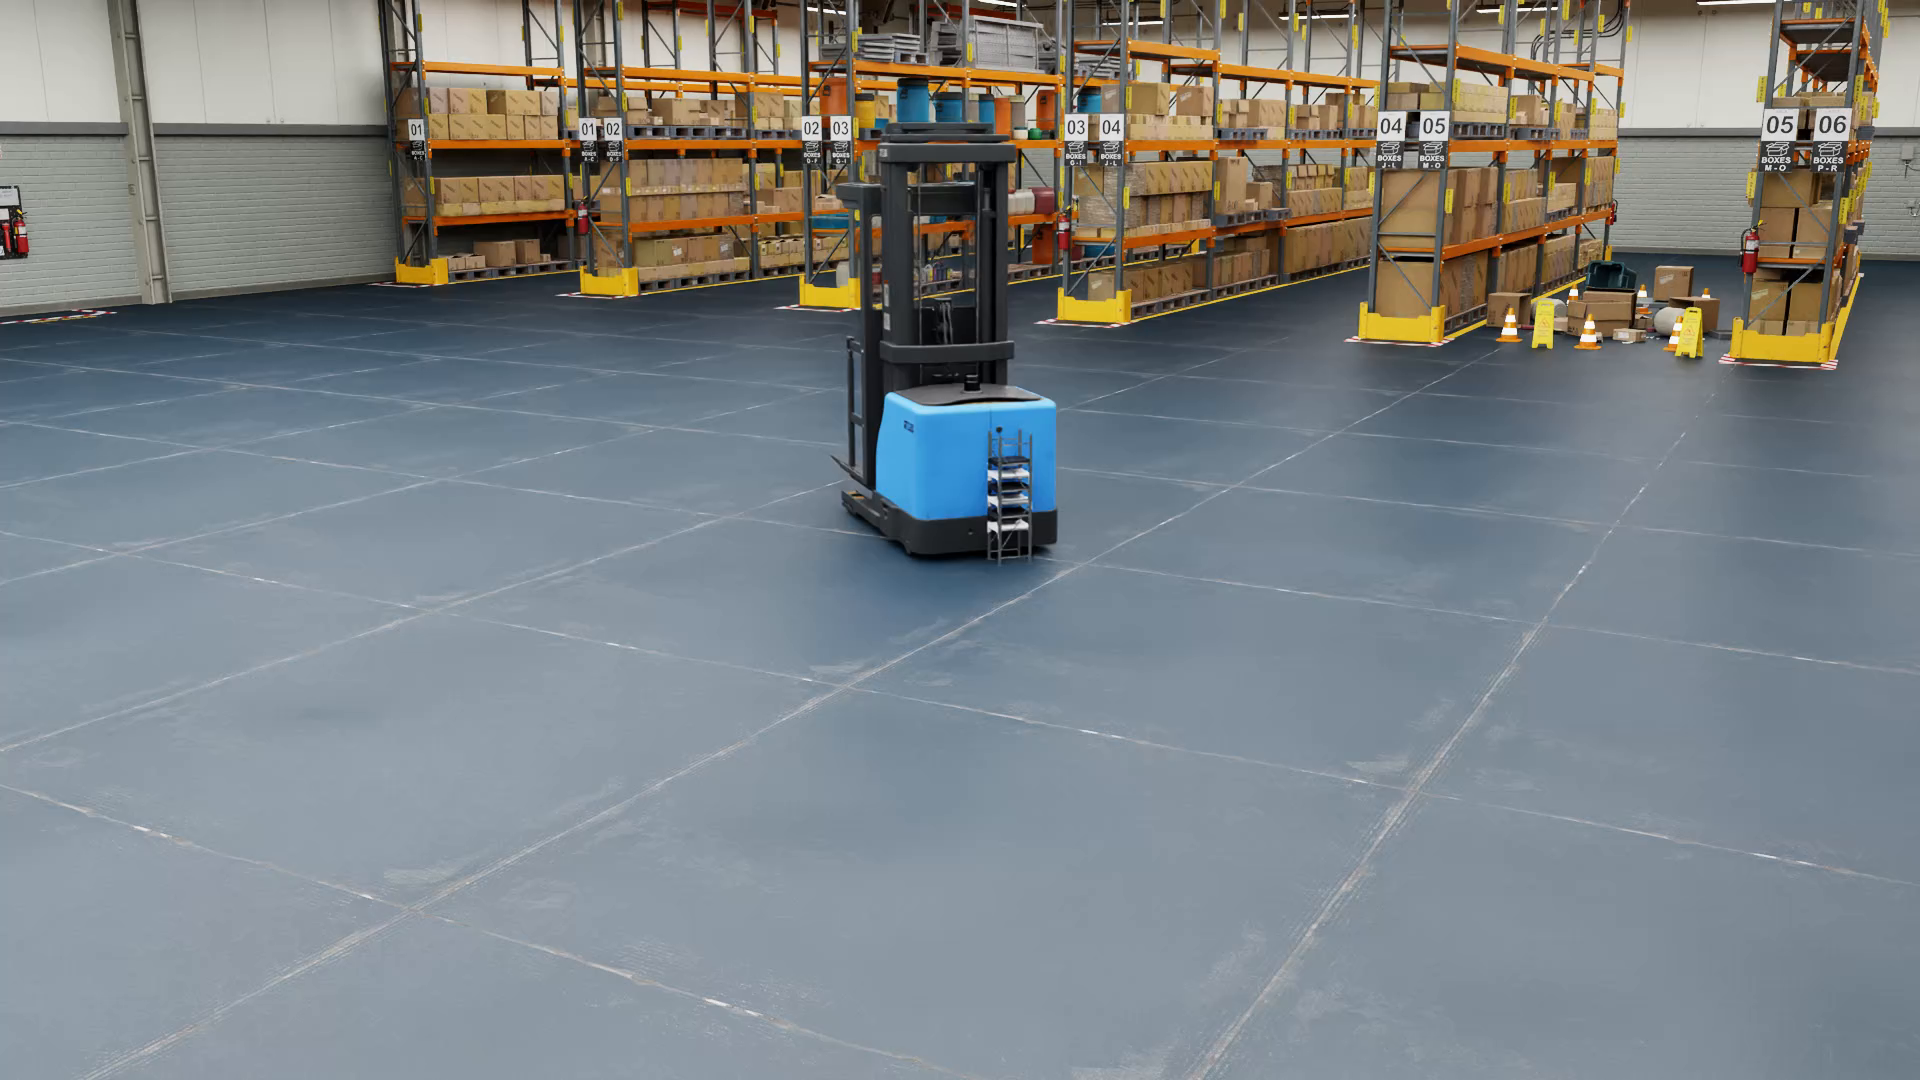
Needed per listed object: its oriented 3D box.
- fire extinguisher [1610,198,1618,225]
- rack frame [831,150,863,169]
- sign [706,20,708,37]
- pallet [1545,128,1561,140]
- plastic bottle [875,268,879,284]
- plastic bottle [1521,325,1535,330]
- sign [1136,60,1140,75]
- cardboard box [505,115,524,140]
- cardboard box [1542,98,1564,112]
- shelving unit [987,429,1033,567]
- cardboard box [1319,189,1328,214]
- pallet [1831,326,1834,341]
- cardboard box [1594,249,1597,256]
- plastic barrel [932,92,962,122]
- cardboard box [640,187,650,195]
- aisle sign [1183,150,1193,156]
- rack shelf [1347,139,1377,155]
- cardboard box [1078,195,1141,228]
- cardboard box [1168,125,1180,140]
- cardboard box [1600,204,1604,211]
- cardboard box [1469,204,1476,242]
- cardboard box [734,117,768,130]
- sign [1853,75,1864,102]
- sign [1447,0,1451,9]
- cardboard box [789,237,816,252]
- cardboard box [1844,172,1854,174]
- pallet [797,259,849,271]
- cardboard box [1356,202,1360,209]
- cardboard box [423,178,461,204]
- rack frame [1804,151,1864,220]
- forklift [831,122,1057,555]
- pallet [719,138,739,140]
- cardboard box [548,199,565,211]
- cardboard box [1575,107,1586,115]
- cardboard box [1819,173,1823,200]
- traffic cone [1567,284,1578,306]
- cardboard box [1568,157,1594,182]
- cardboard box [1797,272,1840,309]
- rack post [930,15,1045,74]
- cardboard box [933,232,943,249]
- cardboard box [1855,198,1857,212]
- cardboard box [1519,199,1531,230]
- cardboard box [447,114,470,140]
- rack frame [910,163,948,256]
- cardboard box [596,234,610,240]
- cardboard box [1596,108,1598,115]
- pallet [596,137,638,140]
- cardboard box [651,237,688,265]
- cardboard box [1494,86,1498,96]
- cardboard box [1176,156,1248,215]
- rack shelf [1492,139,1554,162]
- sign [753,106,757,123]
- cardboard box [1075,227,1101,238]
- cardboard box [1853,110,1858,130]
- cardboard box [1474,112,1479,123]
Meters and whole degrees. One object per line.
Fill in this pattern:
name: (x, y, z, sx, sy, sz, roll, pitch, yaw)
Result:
fire extinguisher: (14.661, -7.442, 37.461, 0.296, 0.674, 0.183, 7, 15, 28)
rack frame: (-3.166, -9.927, 46.811, 1.000, 3.000, 0.127, 7, 15, 28)
sign: (-5.110, -10.373, 33.697, 0.100, 0.325, 0.005, 7, 15, 28)
pallet: (10.003, -7.248, 29.700, 1.213, 0.211, 1.003, 8, 16, 31)
plastic bottle: (-1.578, -4.887, 30.778, 0.152, 0.276, 0.135, 8, 15, 28)
plastic bottle: (8.710, -3.240, 25.342, 0.283, 0.061, 0.133, 2, 14, 9)
sign: (4.053, -10.736, 37.813, 0.100, 0.325, 0.005, 7, 15, 28)
cardboard box: (-9.485, -8.630, 34.774, 0.500, 0.500, 0.500, 7, 15, 26)
cardboard box: (11.043, -8.113, 31.039, 0.396, 0.266, 0.258, 7, 15, 28)
shelving unit: (0.339, -0.284, 11.292, 0.258, 0.900, 0.210, -5, 14, -18)
cardboard box: (7.430, -7.136, 35.020, 0.500, 0.500, 0.500, 7, 15, 27)
pallet: (11.834, -2.910, 23.655, 1.003, 0.211, 1.213, 7, 15, 28)
cardboard box: (13.641, -6.269, 36.188, 0.380, 0.149, 0.250, 8, 16, 29)
plastic barrel: (-0.239, -8.174, 32.068, 0.600, 0.901, 0.708, 7, 15, 28)
cardboard box: (-6.059, -6.559, 31.241, 0.380, 0.149, 0.250, 7, 15, 27)
aisle sign: (5.798, -10.050, 41.774, 0.394, 0.787, 0.004, 7, 15, 28)
rack shelf: (8.875, -8.942, 37.858, 1.077, 0.370, 4.000, 7, 15, 28)
cardboard box: (2.397, -5.264, 26.620, 0.875, 0.500, 0.500, 7, 15, 28)
cardboard box: (3.301, -6.731, 27.473, 0.500, 0.250, 0.500, 8, 16, 30)
cardboard box: (13.861, -7.285, 36.387, 0.380, 0.149, 0.250, 8, 16, 30)
cardboard box: (7.388, -4.862, 25.480, 0.875, 0.550, 0.500, 7, 15, 28)
cardboard box: (-4.323, -8.620, 34.411, 0.500, 0.250, 0.500, 9, 16, 34)
sign: (11.258, -5.660, 20.845, 0.100, 0.325, 0.005, 7, 15, 28)
sign: (7.853, -8.667, 26.622, 0.100, 0.325, 0.005, 7, 15, 28)
cardboard box: (-3.469, -6.417, 36.025, 0.500, 0.311, 0.500, 8, 16, 30)
cardboard box: (14.106, -5.825, 26.666, 0.380, 0.149, 0.250, 7, 15, 25)
pallet: (-3.127, -6.205, 37.323, 1.003, 0.211, 1.213, 7, 15, 28)
cardboard box: (8.722, -7.486, 37.221, 0.380, 0.149, 0.250, 7, 15, 27)
cardboard box: (-10.407, -7.010, 33.388, 0.500, 0.500, 0.500, 7, 15, 28)
rack frame: (16.584, -6.300, 31.766, 1.000, 3.000, 0.127, 7, 15, 28)
forklift: (-0.280, -1.625, 12.519, 1.130, 2.935, 3.031, -5, 14, -18)
pallet: (-6.231, -10.020, 41.200, 1.003, 0.211, 1.213, 8, 16, 31)
cardboard box: (-8.931, -7.271, 36.069, 0.500, 0.250, 0.500, 7, 15, 28)
cardboard box: (12.554, -8.695, 33.701, 0.380, 0.149, 0.250, 7, 15, 27)
cardboard box: (12.314, -5.273, 24.522, 0.700, 0.500, 0.500, 7, 15, 27)
traffic cone: (10.304, -4.070, 27.928, 0.336, 0.463, 0.334, 7, 15, 28)
cardboard box: (12.870, -7.693, 34.561, 0.500, 0.500, 0.500, 7, 15, 26)
cardboard box: (12.175, -3.530, 23.645, 0.500, 0.500, 0.500, 8, 16, 31)
rack post: (0.582, -9.770, 32.933, 1.013, 1.000, 3.121, 7, 15, 28)
cardboard box: (-0.749, -7.411, 40.769, 0.500, 0.500, 0.500, 7, 15, 28)
cardboard box: (15.614, -5.932, 29.494, 0.500, 0.250, 0.500, 7, 15, 28)
cardboard box: (9.557, -5.635, 28.794, 0.500, 0.500, 0.500, 8, 16, 29)
cardboard box: (-10.229, -8.308, 33.437, 0.500, 0.500, 0.500, 9, 16, 32)
rack frame: (-0.762, -8.546, 41.082, 1.000, 3.000, 0.127, 7, 15, 28)
cardboard box: (-8.420, -6.729, 37.938, 0.700, 0.500, 0.500, 7, 15, 27)
cardboard box: (12.952, -8.853, 34.357, 0.380, 0.149, 0.250, 7, 15, 26)
pallet: (-8.077, -9.160, 37.629, 1.213, 0.211, 1.003, 7, 15, 28)
cardboard box: (-5.638, -5.608, 32.265, 0.500, 0.500, 0.500, 7, 15, 28)
cardboard box: (8.071, -6.910, 25.620, 0.380, 0.149, 0.250, 8, 16, 29)
cardboard box: (4.548, -6.425, 30.106, 1.000, 1.000, 1.000, 7, 15, 28)
rack shelf: (9.301, -6.718, 28.633, 1.077, 0.370, 4.000, 7, 15, 28)
sign: (-4.142, -8.590, 33.593, 0.100, 0.325, 0.005, 7, 15, 28)
cardboard box: (2.065, -4.921, 26.581, 0.380, 0.149, 0.250, 7, 15, 28)
cardboard box: (12.004, -5.755, 22.790, 0.500, 0.250, 0.500, 8, 16, 29)
cardboard box: (7.457, -6.260, 24.627, 0.380, 0.149, 0.250, 7, 15, 28)
